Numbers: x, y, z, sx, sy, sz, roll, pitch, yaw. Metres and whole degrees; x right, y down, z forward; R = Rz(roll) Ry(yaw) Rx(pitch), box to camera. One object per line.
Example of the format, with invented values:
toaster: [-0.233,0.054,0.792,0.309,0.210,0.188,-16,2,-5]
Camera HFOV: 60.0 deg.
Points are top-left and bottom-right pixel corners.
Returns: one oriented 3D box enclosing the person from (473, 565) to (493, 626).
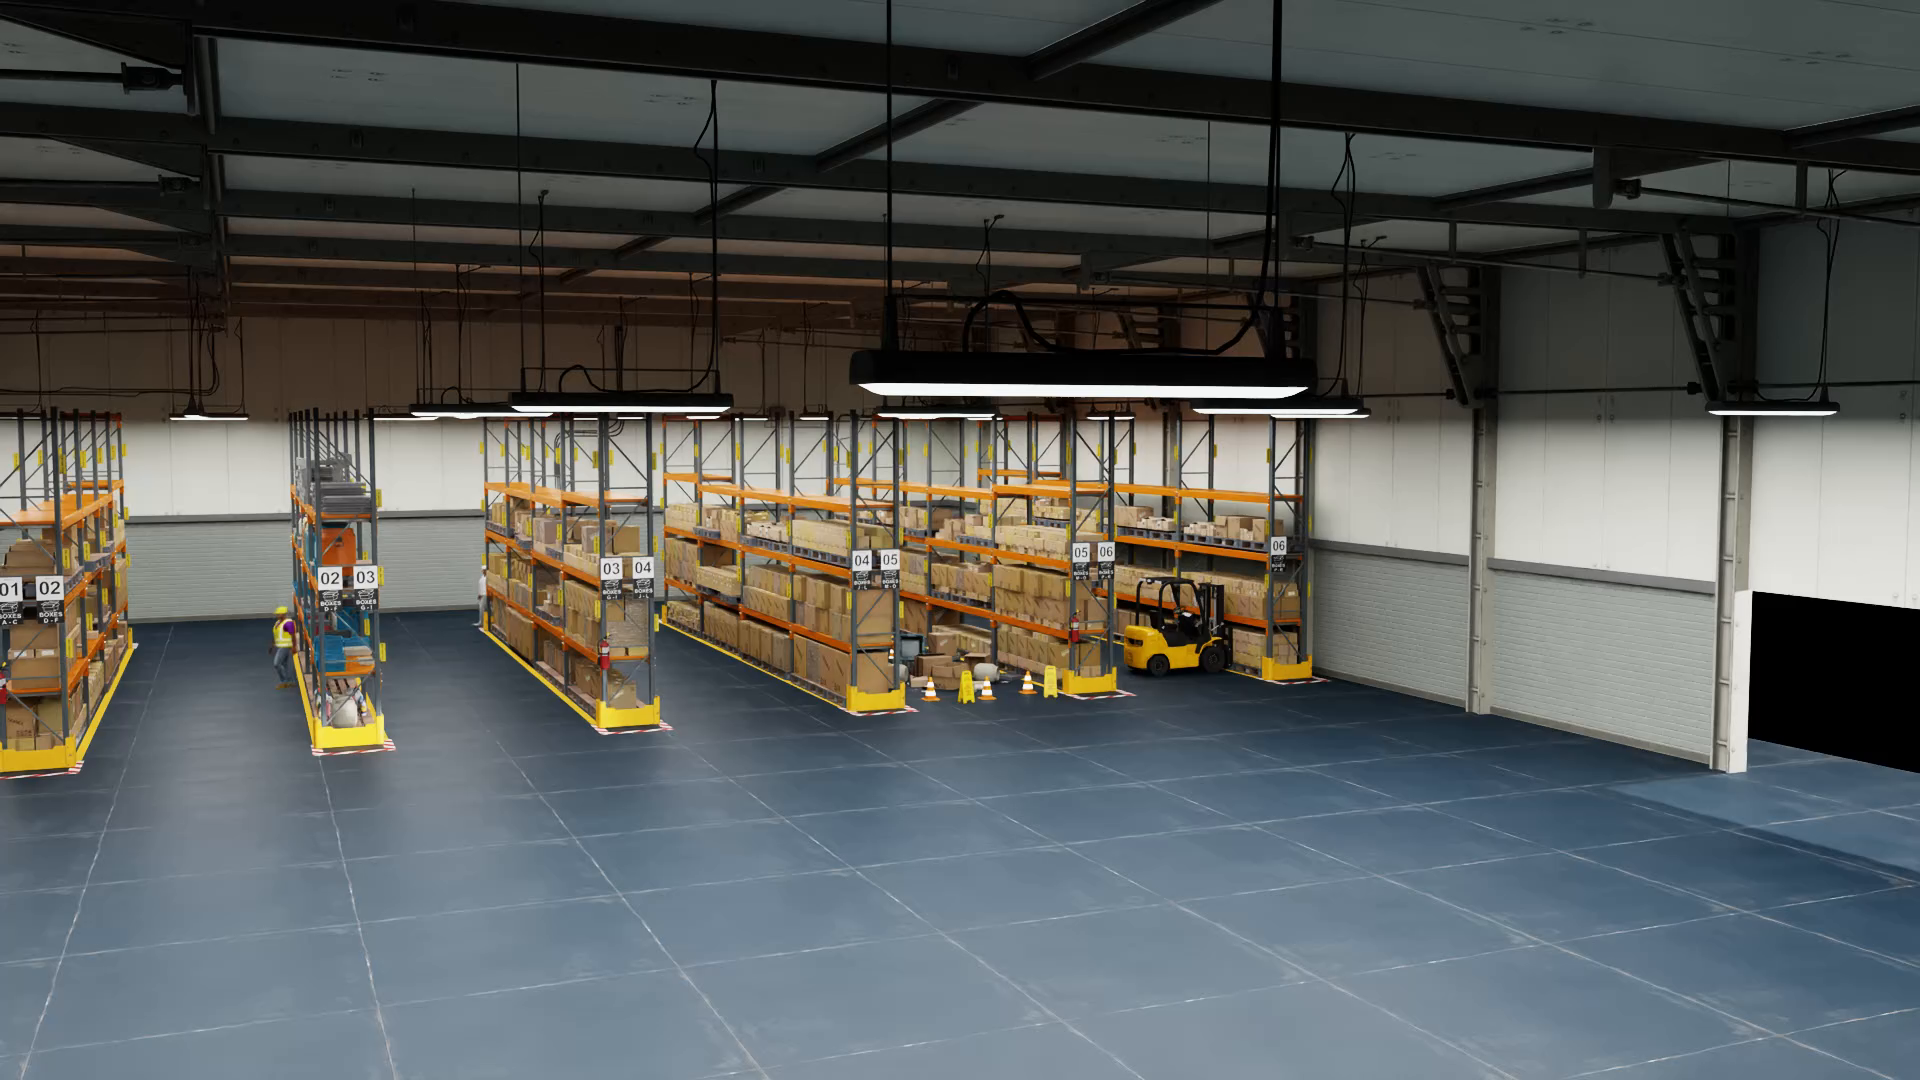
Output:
person: [-13.401,1.555,47.133,0.870,1.748,0.612,-4,5,-42]

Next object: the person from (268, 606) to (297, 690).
person: [-14.527,2.309,35.660,0.494,1.781,0.627,-4,6,-44]

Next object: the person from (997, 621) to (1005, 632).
person: [1.049,1.655,44.247,0.443,1.571,0.519,3,5,41]
